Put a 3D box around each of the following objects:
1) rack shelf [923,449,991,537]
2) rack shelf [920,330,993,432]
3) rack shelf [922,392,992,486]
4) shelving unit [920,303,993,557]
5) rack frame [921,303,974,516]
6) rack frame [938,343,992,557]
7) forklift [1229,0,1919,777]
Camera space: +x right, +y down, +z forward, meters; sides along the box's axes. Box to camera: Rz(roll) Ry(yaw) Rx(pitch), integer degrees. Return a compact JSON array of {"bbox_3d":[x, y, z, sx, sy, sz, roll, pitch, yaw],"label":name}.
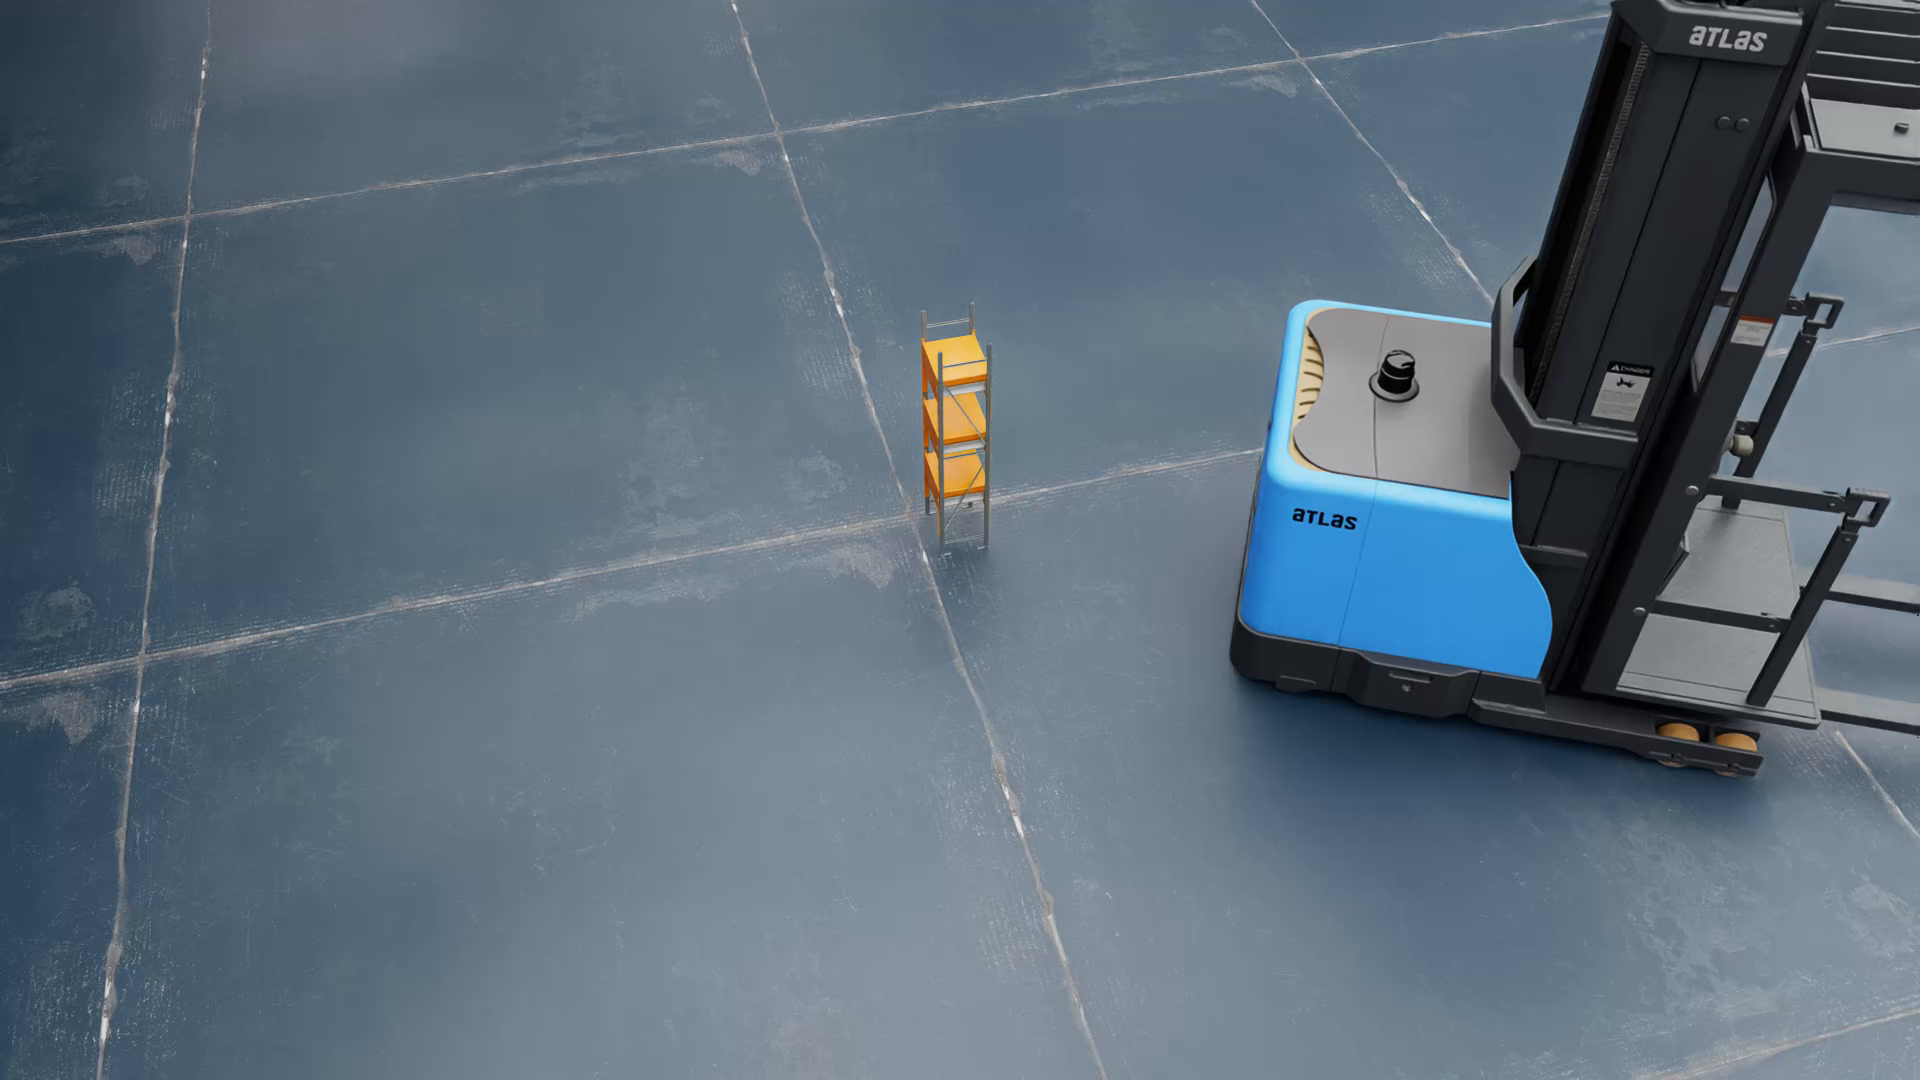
[{"bbox_3d":[-0.014,-0.202,6.617,0.215,0.259,0.240,-11,47,-10],"label":"rack shelf"},{"bbox_3d":[-0.014,-0.596,6.216,0.215,0.259,0.240,-11,47,-10],"label":"rack shelf"},{"bbox_3d":[-0.014,-0.397,6.419,0.215,0.259,0.240,-11,47,-10],"label":"rack shelf"},{"bbox_3d":[-0.014,-0.404,6.411,0.215,1.050,0.252,-11,47,-10],"label":"shelving unit"},{"bbox_3d":[-0.045,-0.489,6.494,0.200,1.050,0.008,-11,47,-10],"label":"rack frame"},{"bbox_3d":[0.018,-0.320,6.329,0.200,1.050,0.008,-11,47,-10],"label":"rack frame"},{"bbox_3d":[2.580,-0.603,5.289,3.031,2.935,1.130,9,46,9],"label":"forklift"}]
